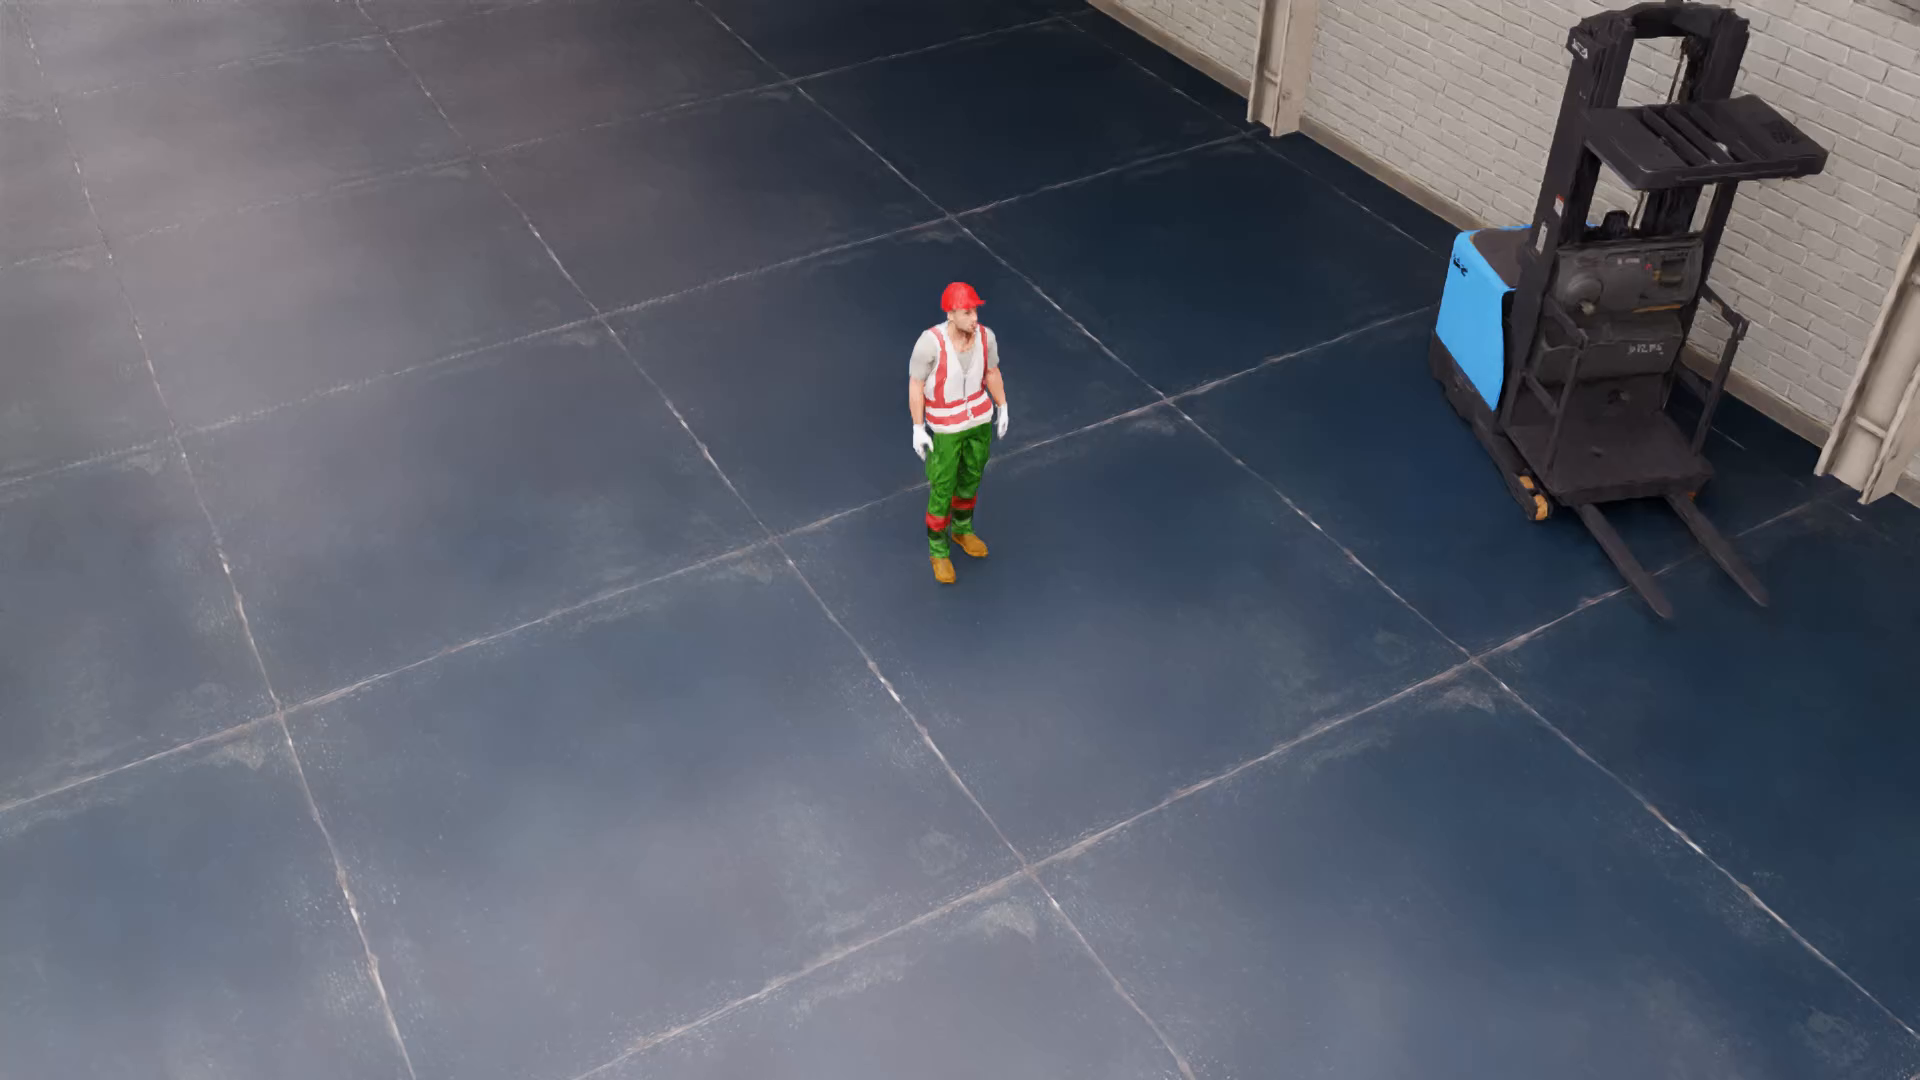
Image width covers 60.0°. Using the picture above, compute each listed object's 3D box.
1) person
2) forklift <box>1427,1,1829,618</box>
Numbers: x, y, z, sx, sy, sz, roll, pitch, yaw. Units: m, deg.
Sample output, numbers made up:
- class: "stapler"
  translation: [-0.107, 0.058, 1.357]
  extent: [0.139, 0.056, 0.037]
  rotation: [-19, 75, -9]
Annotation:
- class: "person"
  translation: [0.030, -0.644, 9.700]
  extent: [0.636, 1.783, 0.563]
  rotation: [-20, 44, -23]
- class: "forklift"
  translation: [4.066, -1.503, 9.848]
  extent: [1.130, 2.935, 3.031]
  rotation: [-7, 40, -8]
